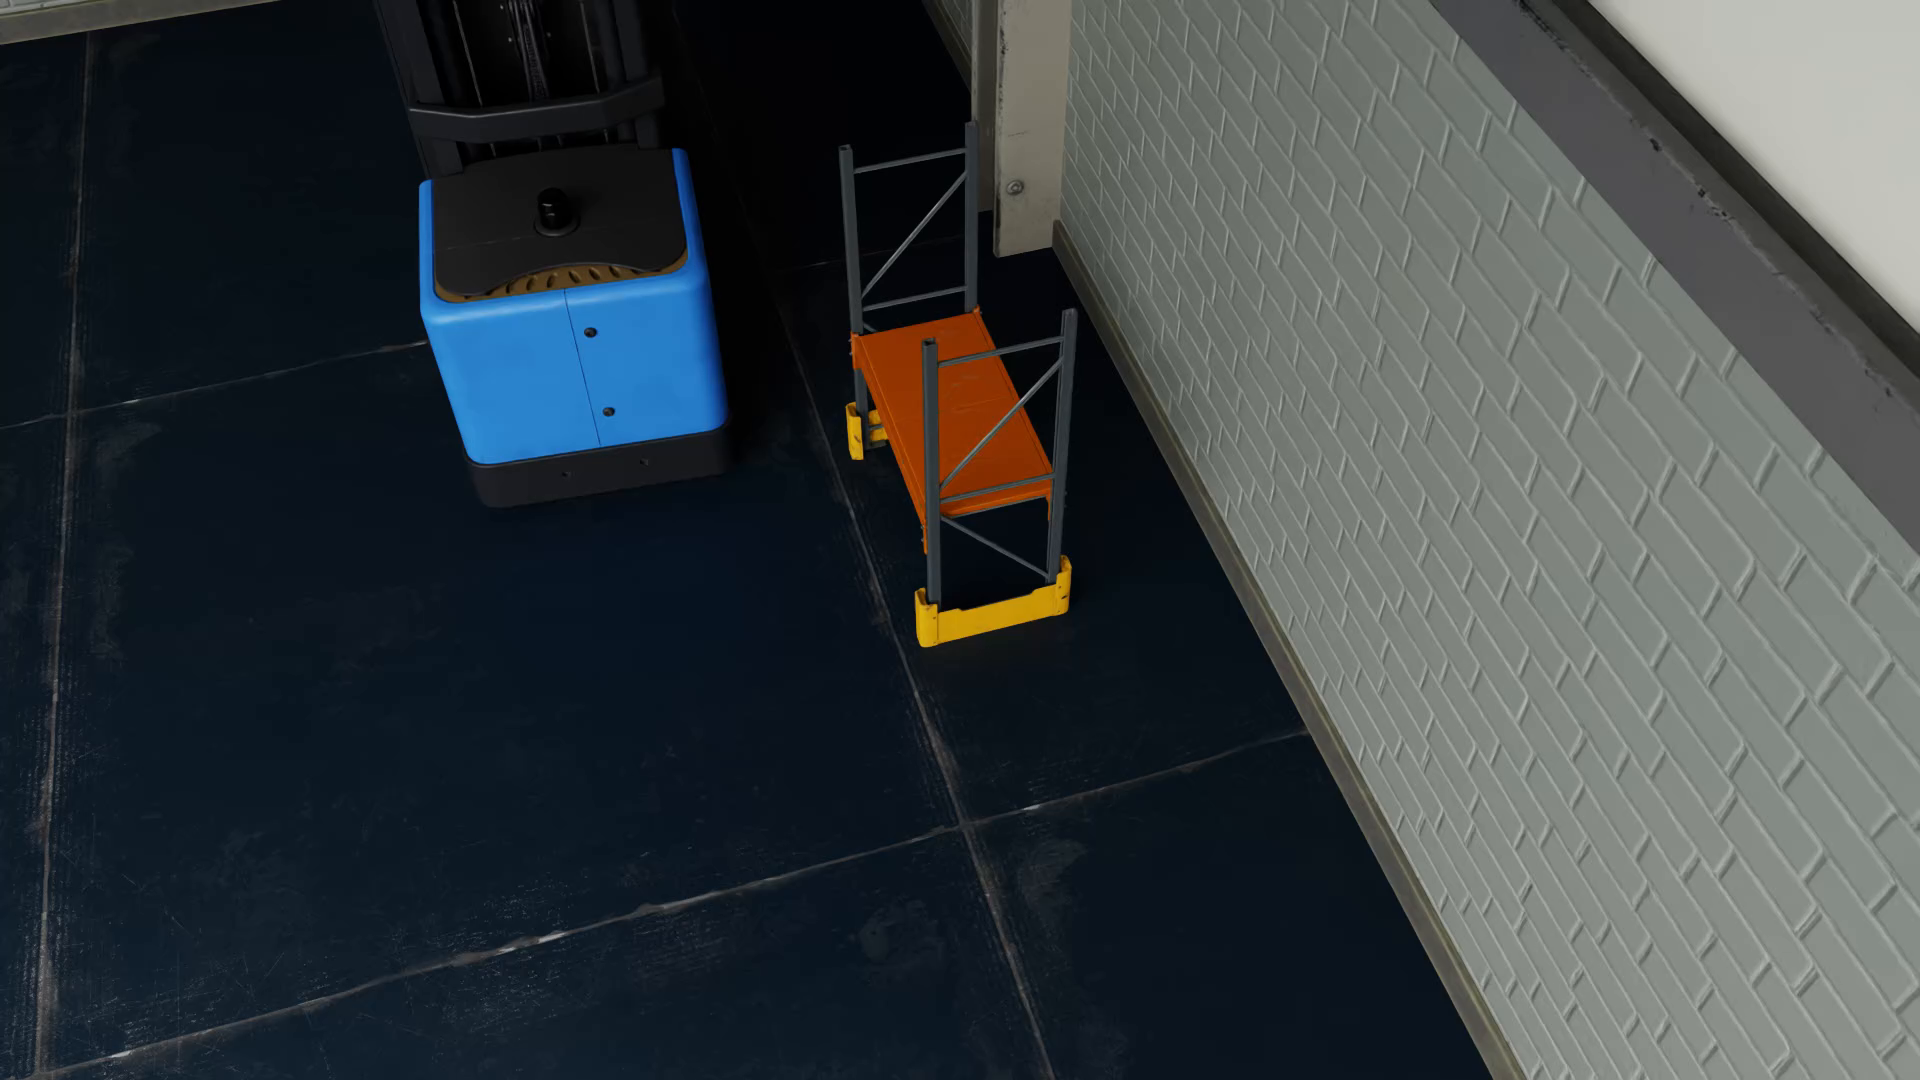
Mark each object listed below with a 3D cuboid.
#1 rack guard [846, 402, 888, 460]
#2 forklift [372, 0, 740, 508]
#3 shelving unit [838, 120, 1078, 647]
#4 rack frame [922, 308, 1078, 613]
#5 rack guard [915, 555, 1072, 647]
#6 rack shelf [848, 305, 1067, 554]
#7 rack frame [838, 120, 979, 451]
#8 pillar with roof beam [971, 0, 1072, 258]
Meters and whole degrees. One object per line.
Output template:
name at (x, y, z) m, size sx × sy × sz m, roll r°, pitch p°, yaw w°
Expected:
rack guard at (-0.170, -0.500, 6.798) m, size 0.587 × 0.250 × 0.087 m, roll -13°, pitch 51°, yaw -11°
forklift at (-1.704, -2.224, 6.498) m, size 1.130 × 2.935 × 3.031 m, roll -9°, pitch 51°, yaw -8°
shelving unit at (-0.023, -0.539, 6.013) m, size 0.587 × 1.500 × 1.083 m, roll -13°, pitch 51°, yaw -11°
rack frame at (0.125, -0.174, 5.706) m, size 0.500 × 1.500 × 0.032 m, roll -13°, pitch 51°, yaw -11°
rack guard at (0.125, 0.227, 6.184) m, size 0.587 × 0.250 × 0.087 m, roll -13°, pitch 51°, yaw -11°
rack shelf at (-0.025, -0.430, 6.156) m, size 0.538 × 0.185 × 1.000 m, roll -13°, pitch 51°, yaw -11°
rack frame at (-0.176, -0.917, 6.332) m, size 0.500 × 1.500 × 0.032 m, roll -13°, pitch 51°, yaw -11°
pillar with roof beam at (-3.858, -3.402, 3.522) m, size 9.100 × 9.000 × 0.400 m, roll -13°, pitch 51°, yaw -11°
